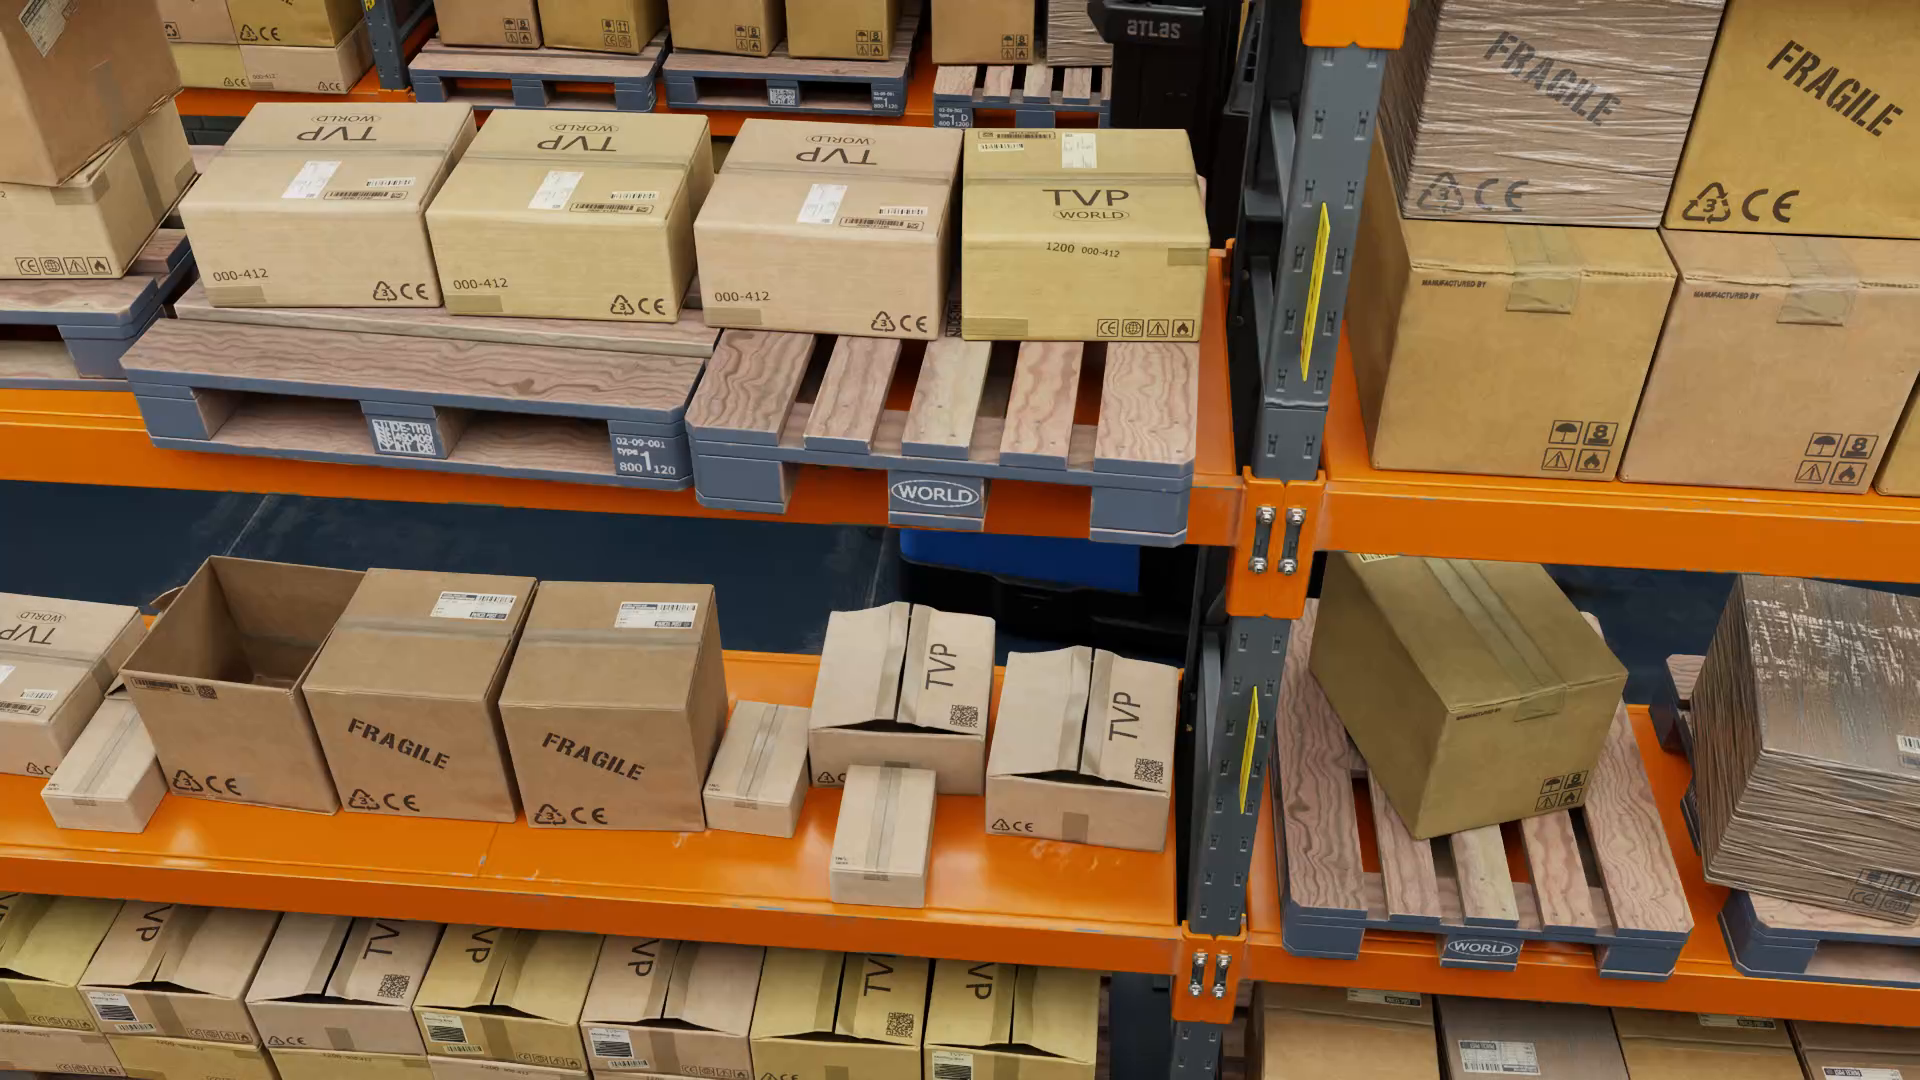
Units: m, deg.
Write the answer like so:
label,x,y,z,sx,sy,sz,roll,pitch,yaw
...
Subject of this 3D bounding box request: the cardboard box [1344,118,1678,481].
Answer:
label,x,y,z,sx,sy,sz,roll,pitch,yaw
cardboard box,1.151,-0.610,3.669,0.500,0.500,0.910,3,39,4

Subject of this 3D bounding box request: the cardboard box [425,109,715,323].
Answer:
label,x,y,z,sx,sy,sz,roll,pitch,yaw
cardboard box,-0.836,-0.724,3.673,0.500,0.250,0.500,2,39,3

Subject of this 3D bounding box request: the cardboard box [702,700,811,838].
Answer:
label,x,y,z,sx,sy,sz,roll,pitch,yaw
cardboard box,-0.562,0.652,4.771,0.250,0.149,0.380,6,40,7

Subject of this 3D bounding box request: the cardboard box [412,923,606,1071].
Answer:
label,x,y,z,sx,sy,sz,roll,pitch,yaw
cardboard box,-1.350,1.319,5.154,0.500,0.311,0.500,4,39,5

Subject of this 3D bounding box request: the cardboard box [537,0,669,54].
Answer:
label,x,y,z,sx,sy,sz,roll,pitch,yaw
cardboard box,-1.788,-2.870,8.472,0.500,0.500,0.700,7,40,8

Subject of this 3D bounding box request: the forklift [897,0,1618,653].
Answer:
label,x,y,z,sx,sy,sz,roll,pitch,yaw
forklift,1.299,-0.922,6.561,3.031,2.935,1.130,8,40,10

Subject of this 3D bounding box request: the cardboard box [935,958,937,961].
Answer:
label,x,y,z,sx,sy,sz,roll,pitch,yaw
cardboard box,-0.284,1.253,5.681,0.500,0.250,0.500,2,39,3

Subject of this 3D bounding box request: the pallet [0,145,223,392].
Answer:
label,x,y,z,sx,sy,sz,roll,pitch,yaw
pallet,-2.392,-0.678,3.982,1.217,0.209,0.805,2,39,2

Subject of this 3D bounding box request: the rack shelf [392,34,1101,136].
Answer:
label,x,y,z,sx,sy,sz,roll,pitch,yaw
rack shelf,-0.856,-2.357,8.839,4.000,0.370,1.077,3,39,4

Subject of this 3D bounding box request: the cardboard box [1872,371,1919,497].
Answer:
label,x,y,z,sx,sy,sz,roll,pitch,yaw
cardboard box,2.177,-0.554,3.600,0.500,0.500,0.910,3,39,4

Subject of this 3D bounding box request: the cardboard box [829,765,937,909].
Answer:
label,x,y,z,sx,sy,sz,roll,pitch,yaw
cardboard box,-0.207,0.811,4.576,0.250,0.149,0.380,3,39,4

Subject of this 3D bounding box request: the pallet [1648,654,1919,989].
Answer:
label,x,y,z,sx,sy,sz,roll,pitch,yaw
pallet,2.651,0.766,4.584,1.213,0.211,1.003,3,39,4

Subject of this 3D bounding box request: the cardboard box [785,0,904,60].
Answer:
label,x,y,z,sx,sy,sz,roll,pitch,yaw
cardboard box,-0.575,-2.809,8.397,0.500,0.500,0.700,3,39,4

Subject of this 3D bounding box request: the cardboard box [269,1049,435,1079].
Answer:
label,x,y,z,sx,sy,sz,roll,pitch,yaw
cardboard box,-1.866,1.508,5.367,0.500,0.250,0.500,2,39,2

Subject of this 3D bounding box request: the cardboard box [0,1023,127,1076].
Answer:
label,x,y,z,sx,sy,sz,roll,pitch,yaw
cardboard box,-2.891,1.453,5.435,0.500,0.250,0.500,2,39,3

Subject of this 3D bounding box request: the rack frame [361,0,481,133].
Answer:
label,x,y,z,sx,sy,sz,roll,pitch,yaw
rack frame,-2.848,-2.744,8.746,0.127,3.000,1.000,3,39,4

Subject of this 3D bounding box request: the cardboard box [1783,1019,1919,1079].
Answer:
label,x,y,z,sx,sy,sz,roll,pitch,yaw
cardboard box,2.684,1.673,4.950,0.500,0.500,0.500,2,39,2

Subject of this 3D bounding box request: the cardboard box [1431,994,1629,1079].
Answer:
label,x,y,z,sx,sy,sz,roll,pitch,yaw
cardboard box,1.664,1.617,5.018,0.500,0.500,0.500,2,39,2

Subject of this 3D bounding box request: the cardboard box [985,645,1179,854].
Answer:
label,x,y,z,sx,sy,sz,roll,pitch,yaw
cardboard box,0.355,0.576,4.736,0.500,0.311,0.500,5,39,7

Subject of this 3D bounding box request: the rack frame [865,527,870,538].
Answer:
label,x,y,z,sx,sy,sz,roll,pitch,yaw
rack frame,-0.414,-0.477,7.504,0.008,1.050,0.200,8,40,10

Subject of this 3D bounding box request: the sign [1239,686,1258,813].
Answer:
label,x,y,z,sx,sy,sz,roll,pitch,yaw
sign,0.669,0.489,3.856,0.005,0.325,0.100,3,39,4

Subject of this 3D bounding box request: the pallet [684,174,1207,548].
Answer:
label,x,y,z,sx,sy,sz,roll,pitch,yaw
pallet,0.030,-0.482,3.739,1.003,0.211,1.213,5,39,6

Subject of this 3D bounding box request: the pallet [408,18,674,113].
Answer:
label,x,y,z,sx,sy,sz,roll,pitch,yaw
pallet,-2.099,-2.537,8.643,1.213,0.211,1.003,3,39,4

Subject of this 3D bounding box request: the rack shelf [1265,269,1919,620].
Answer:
label,x,y,z,sx,sy,sz,roll,pitch,yaw
rack shelf,2.706,-0.186,3.797,4.000,0.370,1.077,3,39,4

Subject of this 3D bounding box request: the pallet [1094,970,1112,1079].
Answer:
label,x,y,z,sx,sy,sz,roll,pitch,yaw
pallet,-0.103,1.601,5.616,1.213,0.211,1.003,3,39,4

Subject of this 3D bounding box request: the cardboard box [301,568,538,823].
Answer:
label,x,y,z,sx,sy,sz,roll,pitch,yaw
cardboard box,-1.484,0.440,4.754,0.500,0.500,0.500,3,39,4

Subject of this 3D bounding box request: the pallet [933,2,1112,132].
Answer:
label,x,y,z,sx,sy,sz,roll,pitch,yaw
pallet,0.418,-2.424,8.504,1.003,0.211,1.213,3,39,4

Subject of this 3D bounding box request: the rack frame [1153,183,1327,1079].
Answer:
label,x,y,z,sx,sy,sz,roll,pitch,yaw
rack frame,0.713,0.589,4.650,0.127,3.000,1.000,3,39,4

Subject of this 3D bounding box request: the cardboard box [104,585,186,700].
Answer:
label,x,y,z,sx,sy,sz,roll,pitch,yaw
cardboard box,-2.380,0.356,5.043,0.258,0.266,0.396,2,39,3

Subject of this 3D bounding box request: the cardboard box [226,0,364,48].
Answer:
label,x,y,z,sx,sy,sz,roll,pitch,yaw
cardboard box,-3.346,-2.816,8.343,0.500,0.500,0.500,3,39,4

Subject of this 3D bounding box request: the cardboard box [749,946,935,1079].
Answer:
label,x,y,z,sx,sy,sz,roll,pitch,yaw
cardboard box,-0.348,1.377,5.083,0.500,0.311,0.500,3,39,3

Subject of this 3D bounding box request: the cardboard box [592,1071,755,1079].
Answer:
label,x,y,z,sx,sy,sz,roll,pitch,yaw
cardboard box,-0.846,1.562,5.300,0.500,0.250,0.500,4,39,5

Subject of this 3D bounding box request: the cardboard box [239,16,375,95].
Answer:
label,x,y,z,sx,sy,sz,roll,pitch,yaw
cardboard box,-3.346,-2.529,8.584,0.500,0.250,0.500,3,39,4

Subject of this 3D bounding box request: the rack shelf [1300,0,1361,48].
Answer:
label,x,y,z,sx,sy,sz,roll,pitch,yaw
rack shelf,-1.279,-1.412,3.244,4.000,0.370,1.077,3,39,4

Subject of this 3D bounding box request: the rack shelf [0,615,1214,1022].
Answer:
label,x,y,z,sx,sy,sz,roll,pitch,yaw
rack shelf,-1.279,0.759,5.011,4.000,0.370,1.077,3,39,4

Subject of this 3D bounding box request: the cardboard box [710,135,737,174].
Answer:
label,x,y,z,sx,sy,sz,roll,pitch,yaw
cardboard box,-1.156,-2.159,9.064,0.500,0.250,0.500,2,39,3

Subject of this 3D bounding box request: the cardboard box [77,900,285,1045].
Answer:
label,x,y,z,sx,sy,sz,roll,pitch,yaw
cardboard box,-2.383,1.267,5.219,0.500,0.311,0.500,3,39,3

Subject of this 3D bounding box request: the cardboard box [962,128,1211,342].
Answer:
label,x,y,z,sx,sy,sz,roll,pitch,yaw
cardboard box,0.256,-0.668,3.605,0.500,0.250,0.500,0,39,1

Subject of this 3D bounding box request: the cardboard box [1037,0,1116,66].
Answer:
label,x,y,z,sx,sy,sz,roll,pitch,yaw
cardboard box,0.668,-2.755,8.331,0.500,0.500,0.700,-1,39,-1

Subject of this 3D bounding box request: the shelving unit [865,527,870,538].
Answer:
label,x,y,z,sx,sy,sz,roll,pitch,yaw
shelving unit,-0.295,-0.460,7.483,0.252,1.050,0.215,8,40,10

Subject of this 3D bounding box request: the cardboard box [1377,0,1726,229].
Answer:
label,x,y,z,sx,sy,sz,roll,pitch,yaw
cardboard box,1.147,-0.973,3.322,0.500,0.500,0.500,3,39,4

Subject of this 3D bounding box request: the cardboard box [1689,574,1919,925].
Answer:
label,x,y,z,sx,sy,sz,roll,pitch,yaw
cardboard box,2.245,0.521,4.322,0.500,0.500,0.700,10,40,12

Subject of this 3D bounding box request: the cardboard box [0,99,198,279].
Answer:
label,x,y,z,sx,sy,sz,roll,pitch,yaw
cardboard box,-2.111,-0.829,3.802,0.500,0.250,0.500,0,39,-1
